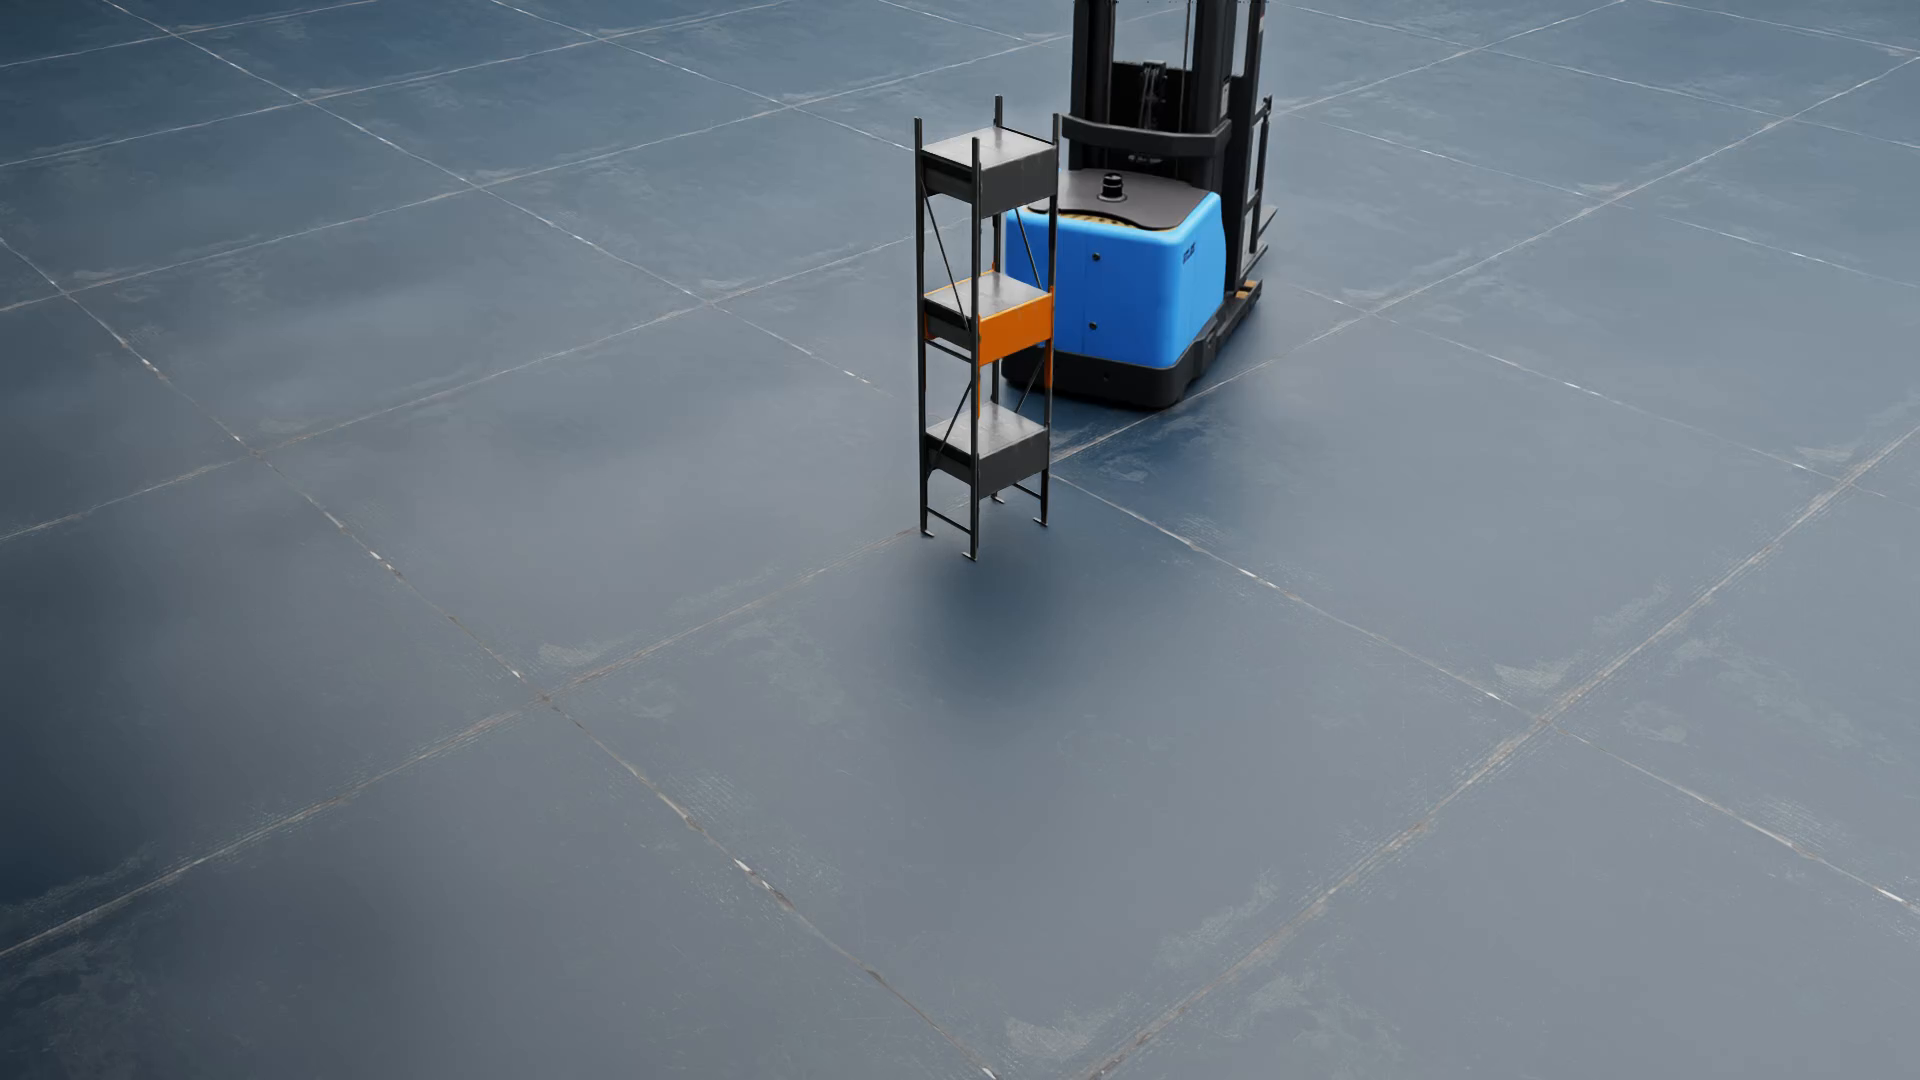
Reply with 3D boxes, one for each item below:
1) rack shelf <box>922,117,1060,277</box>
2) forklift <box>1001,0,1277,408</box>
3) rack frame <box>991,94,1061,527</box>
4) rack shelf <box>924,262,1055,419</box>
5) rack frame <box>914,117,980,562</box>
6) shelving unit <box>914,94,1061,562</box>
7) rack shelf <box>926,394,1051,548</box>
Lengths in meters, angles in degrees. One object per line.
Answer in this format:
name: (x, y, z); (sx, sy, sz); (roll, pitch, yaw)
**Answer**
rack shelf: (0.121, -1.540, 7.440); (0.480, 0.518, 0.431); (-26, 40, -35)
forklift: (1.298, -2.746, 9.931); (1.130, 2.935, 3.031); (13, 34, 20)
rack frame: (0.300, -1.041, 7.940); (0.015, 2.100, 0.400); (-26, 40, -35)
rack shelf: (0.121, -0.943, 7.805); (0.480, 0.518, 0.431); (-26, 40, -35)
rack frame: (-0.058, -0.868, 7.657); (0.015, 2.100, 0.400); (-26, 40, -35)
shelving unit: (0.121, -0.955, 7.798); (0.503, 2.100, 0.431); (-26, 40, -35)
rack shelf: (0.121, -0.346, 8.171); (0.480, 0.518, 0.431); (-26, 40, -35)
